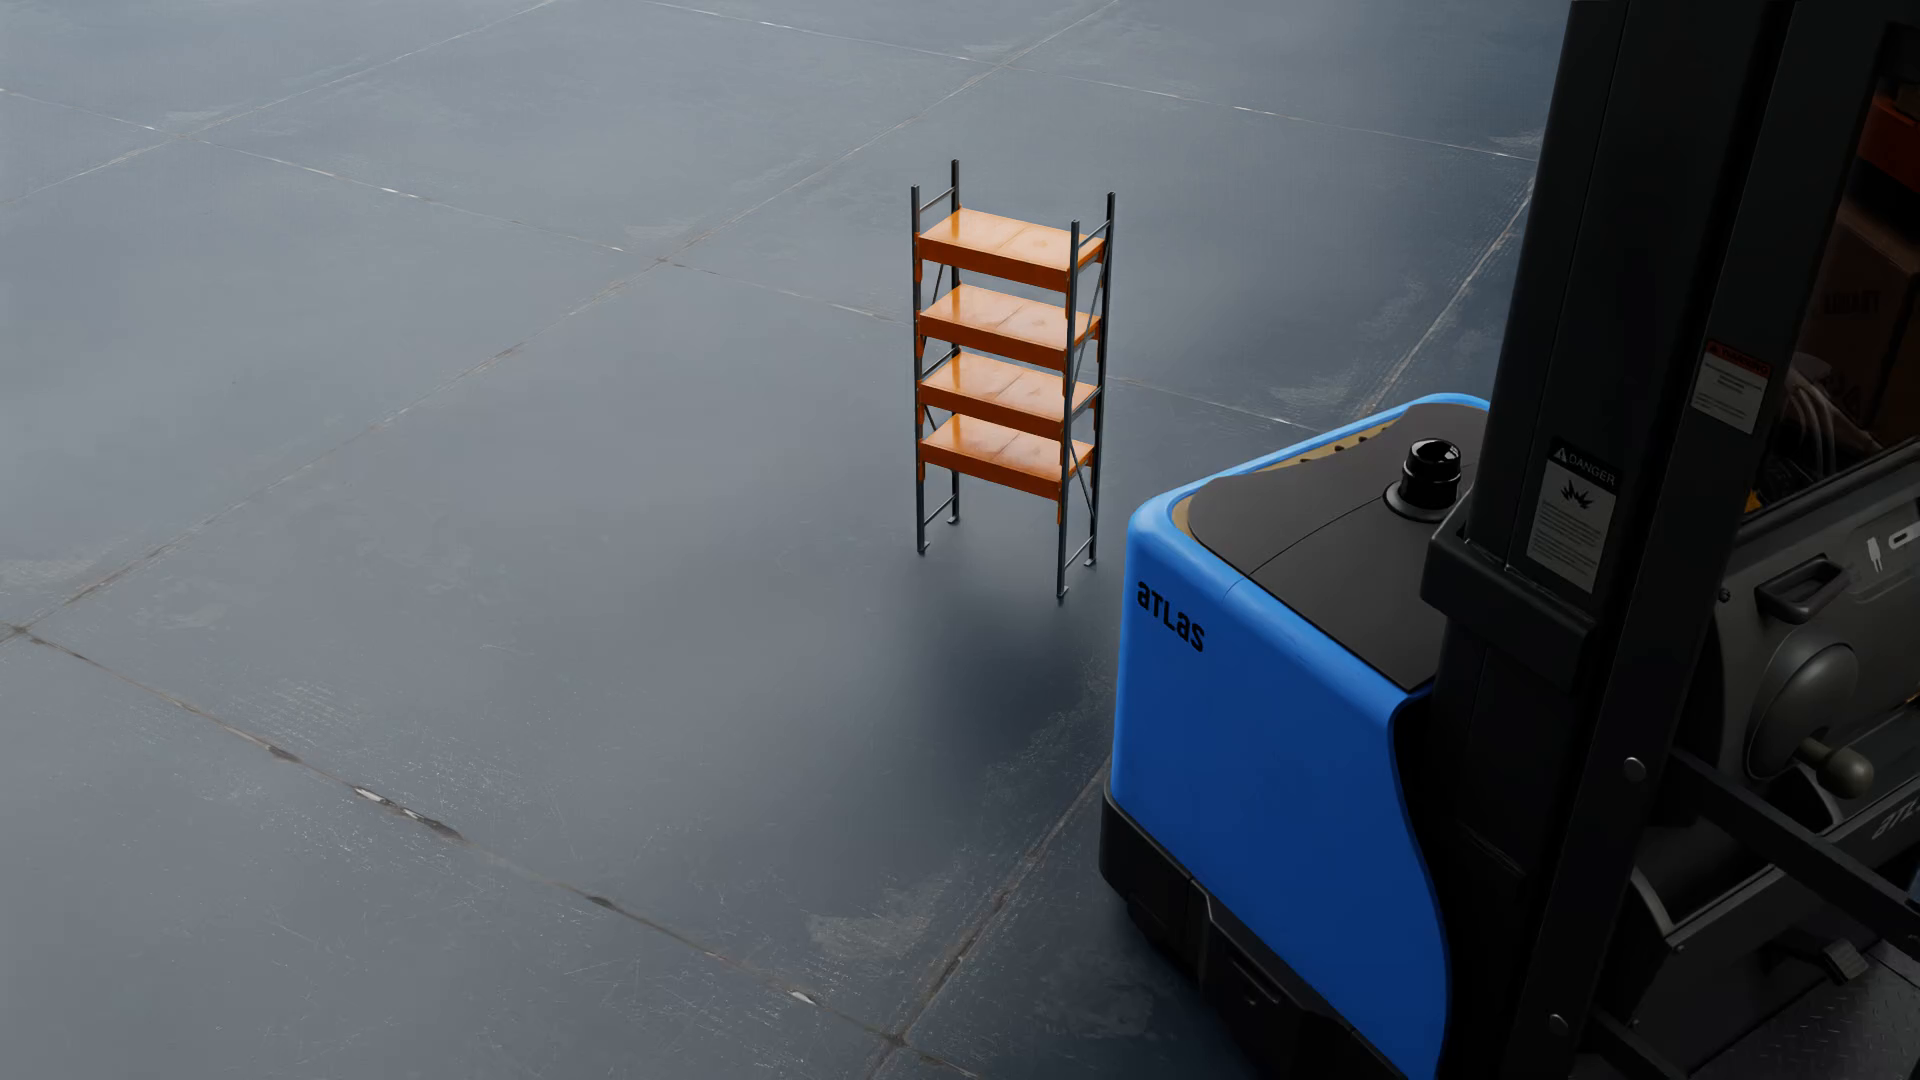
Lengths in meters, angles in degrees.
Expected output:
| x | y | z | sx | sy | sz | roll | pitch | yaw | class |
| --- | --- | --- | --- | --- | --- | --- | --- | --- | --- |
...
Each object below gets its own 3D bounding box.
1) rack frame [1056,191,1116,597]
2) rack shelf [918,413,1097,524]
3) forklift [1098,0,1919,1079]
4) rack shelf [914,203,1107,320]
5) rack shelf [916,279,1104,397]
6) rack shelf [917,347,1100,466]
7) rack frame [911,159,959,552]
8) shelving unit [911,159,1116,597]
| x | y | z | sx | sy | sz | roll | pitch | yaw | class |
| --- | --- | --- | --- | --- | --- | --- | --- | --- | --- |
| 0.356 | -0.387 | 4.748 | 0.015 | 1.200 | 0.240 | 18 | 37 | 24 | rack frame |
| 0.144 | -0.233 | 4.996 | 0.480 | 0.148 | 0.258 | 18 | 37 | 24 | rack shelf |
| 1.555 | 0.140 | 2.395 | 1.130 | 2.935 | 3.031 | -20 | 38 | -27 | forklift |
| 0.144 | -0.781 | 4.631 | 0.480 | 0.148 | 0.258 | 18 | 37 | 24 | rack shelf |
| 0.144 | -0.584 | 4.762 | 0.480 | 0.148 | 0.258 | 18 | 37 | 24 | rack shelf |
| 0.144 | -0.398 | 4.886 | 0.480 | 0.148 | 0.258 | 18 | 37 | 24 | rack shelf |
| -0.068 | -0.521 | 4.950 | 0.015 | 1.200 | 0.240 | 18 | 37 | 24 | rack frame |
| 0.144 | -0.454 | 4.849 | 0.503 | 1.200 | 0.258 | 18 | 37 | 24 | shelving unit |
